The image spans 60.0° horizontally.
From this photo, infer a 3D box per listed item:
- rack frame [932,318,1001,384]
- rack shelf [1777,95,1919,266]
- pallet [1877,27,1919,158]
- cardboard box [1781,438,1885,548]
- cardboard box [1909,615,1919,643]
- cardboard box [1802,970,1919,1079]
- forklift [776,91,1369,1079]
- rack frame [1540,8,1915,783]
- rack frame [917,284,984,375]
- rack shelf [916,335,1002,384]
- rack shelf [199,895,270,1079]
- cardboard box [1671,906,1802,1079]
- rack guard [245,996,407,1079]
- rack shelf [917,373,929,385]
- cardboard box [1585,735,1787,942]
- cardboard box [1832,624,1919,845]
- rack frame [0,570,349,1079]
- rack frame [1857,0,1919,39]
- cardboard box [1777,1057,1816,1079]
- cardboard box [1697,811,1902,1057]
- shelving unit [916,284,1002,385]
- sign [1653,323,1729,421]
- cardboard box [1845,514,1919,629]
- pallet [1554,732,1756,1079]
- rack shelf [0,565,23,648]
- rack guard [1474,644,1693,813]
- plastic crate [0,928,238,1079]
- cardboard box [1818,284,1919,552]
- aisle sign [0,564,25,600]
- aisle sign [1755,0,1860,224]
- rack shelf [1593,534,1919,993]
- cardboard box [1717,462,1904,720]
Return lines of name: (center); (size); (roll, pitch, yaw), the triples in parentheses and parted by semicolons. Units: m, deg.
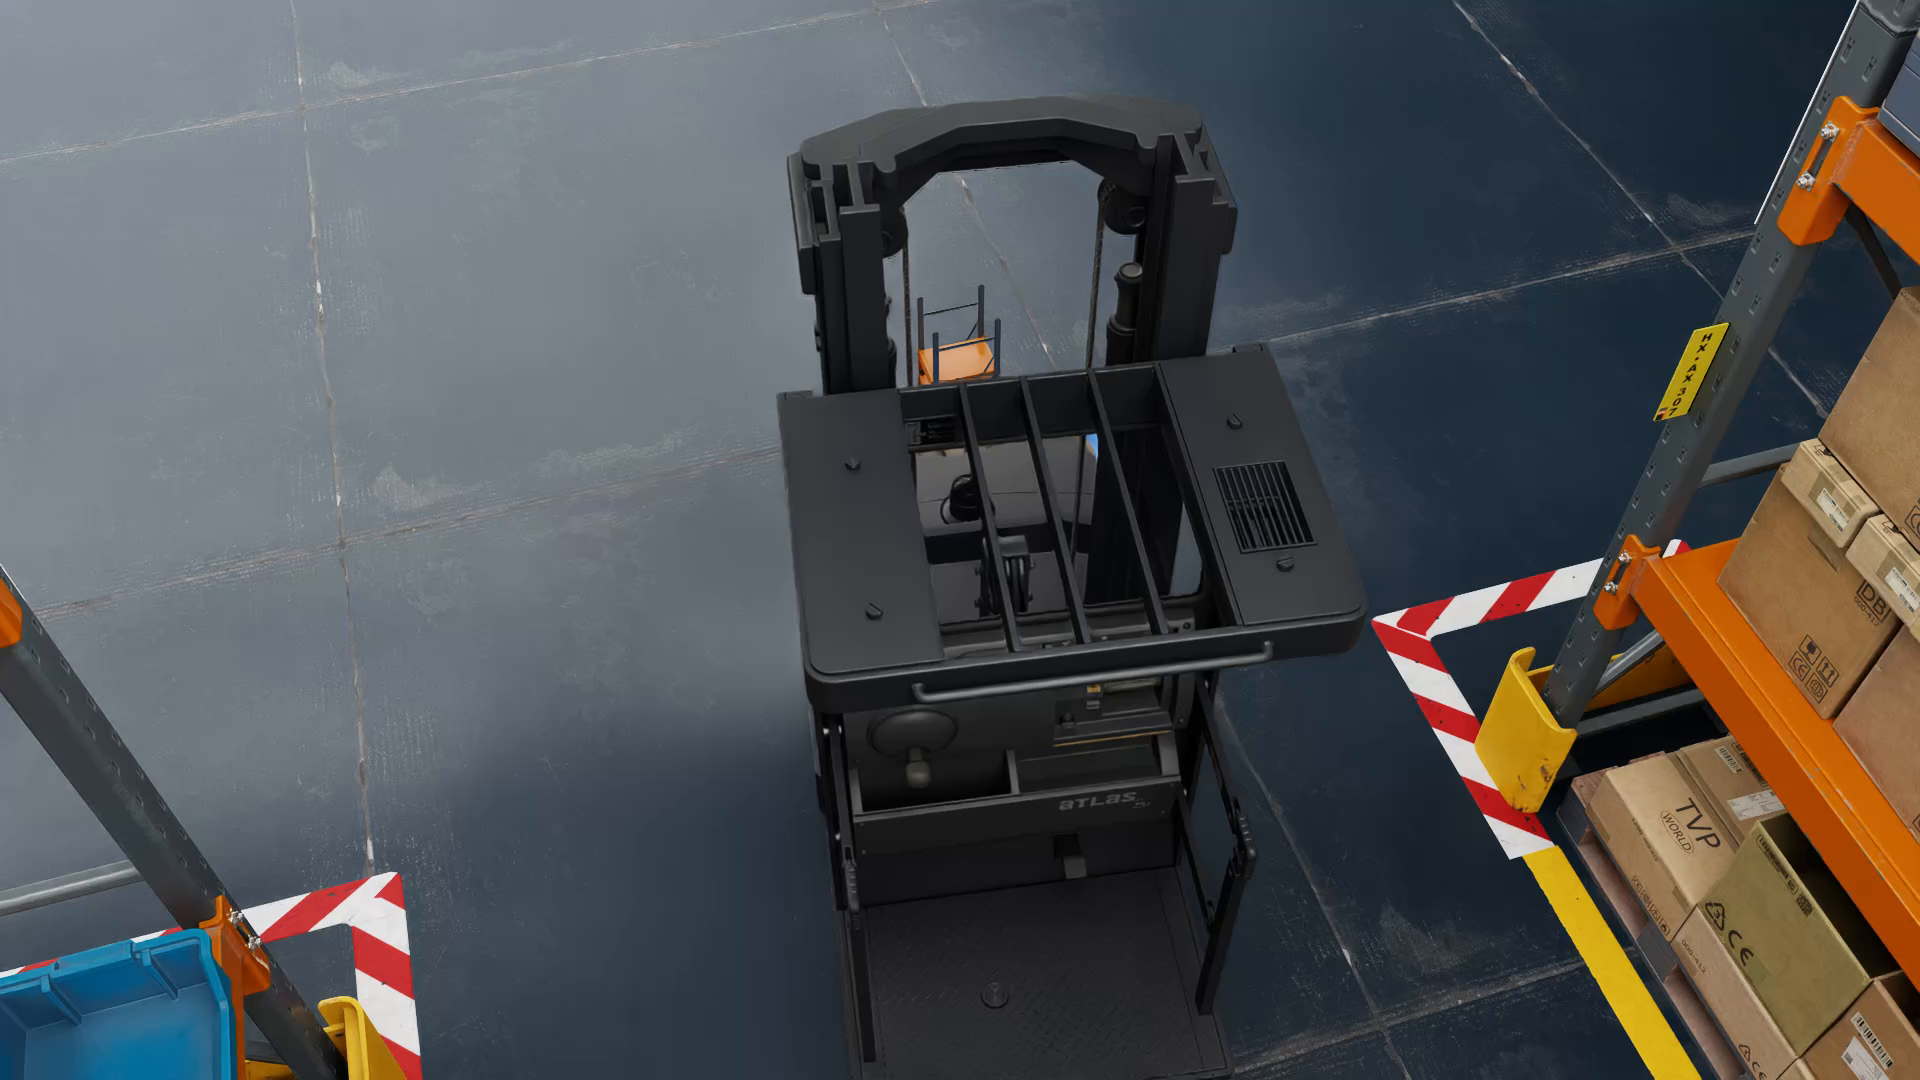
rack frame: (0.023, -0.330, 6.034); (0.240, 1.200, 0.006); (-13, 51, -11)
rack shelf: (3.023, 0.476, 2.685); (1.077, 0.370, 4.000); (-13, 51, -11)
pallet: (2.616, -0.666, 3.235); (1.003, 0.211, 1.213); (-13, 51, -11)
cardboard box: (2.342, -0.156, 4.220); (0.380, 0.149, 0.250); (-14, 51, -11)
cardboard box: (2.495, 0.219, 3.904); (0.380, 0.149, 0.250); (-13, 51, -11)
cardboard box: (2.687, 1.428, 4.407); (0.500, 0.500, 0.500); (-13, 51, -11)
forklift: (0.187, 0.519, 4.185); (1.130, 2.935, 3.031); (-6, 50, -5)
rack frame: (2.431, -0.250, 4.788); (1.000, 3.000, 0.127); (-13, 51, -11)
rack frame: (-0.031, -0.464, 6.146); (0.240, 1.200, 0.006); (-13, 51, -11)
rack shelf: (-0.004, -0.601, 5.849); (0.258, 0.103, 0.180); (-13, 51, -11)
rack shelf: (-1.710, 2.560, 2.890); (1.077, 0.370, 4.000); (-13, 51, -11)
cardboard box: (2.529, 1.307, 4.999); (0.500, 0.250, 0.500); (-13, 51, -11)
rack guard: (-2.234, 1.718, 4.764); (1.175, 0.500, 0.348); (-13, 51, -11)
rack shelf: (-0.004, -0.523, 5.940); (0.258, 0.103, 0.180); (-13, 51, -11)
cardboard box: (2.377, 0.943, 5.307); (0.500, 0.250, 0.500); (-13, 51, -11)
cardboard box: (2.717, 0.444, 4.138); (0.700, 0.500, 0.500); (-12, 51, -10)
rack frame: (-2.305, 0.868, 3.846); (0.949, 2.616, 0.053); (-13, 51, -11)
rack frame: (2.431, -2.184, 2.495); (1.000, 3.000, 0.127); (-13, 51, -11)
cardboard box: (2.676, 1.673, 4.691); (0.500, 0.250, 0.500); (-13, 51, -11)
cardboard box: (2.527, 1.066, 4.712); (0.500, 0.500, 0.500); (-13, 51, -11)
shelving unit: (-0.004, -0.397, 6.090); (0.258, 1.200, 0.189); (-13, 51, -11)
sign: (1.899, -0.433, 4.325); (0.100, 0.325, 0.005); (-13, 51, -11)
cardboard box: (2.422, 0.036, 4.058); (0.380, 0.149, 0.250); (-15, 51, -12)
pallet: (2.698, 1.198, 5.392); (1.003, 0.211, 1.213); (-13, 51, -11)
rack shelf: (-1.710, 1.593, 1.743); (1.077, 0.370, 4.000); (-13, 51, -11)
rack guard: (2.424, 0.538, 5.759); (1.175, 0.500, 0.348); (-13, 51, -11)
plastic crate: (-1.868, 1.213, 3.652); (0.499, 0.251, 0.616); (-13, 51, -11)
cardboard box: (2.573, -0.318, 3.932); (0.700, 0.500, 0.500); (-13, 51, -11)
aisle sign: (-2.039, -0.090, 2.954); (0.394, 0.787, 0.004); (-13, 51, -11)
aisle sign: (2.119, -1.067, 3.777); (0.394, 0.787, 0.004); (-13, 51, -11)
rack shelf: (3.023, 1.443, 3.832); (1.077, 0.370, 4.000); (-13, 51, -11)
cardboard box: (2.557, 0.062, 4.460); (0.700, 0.500, 0.500); (-13, 51, -11)
